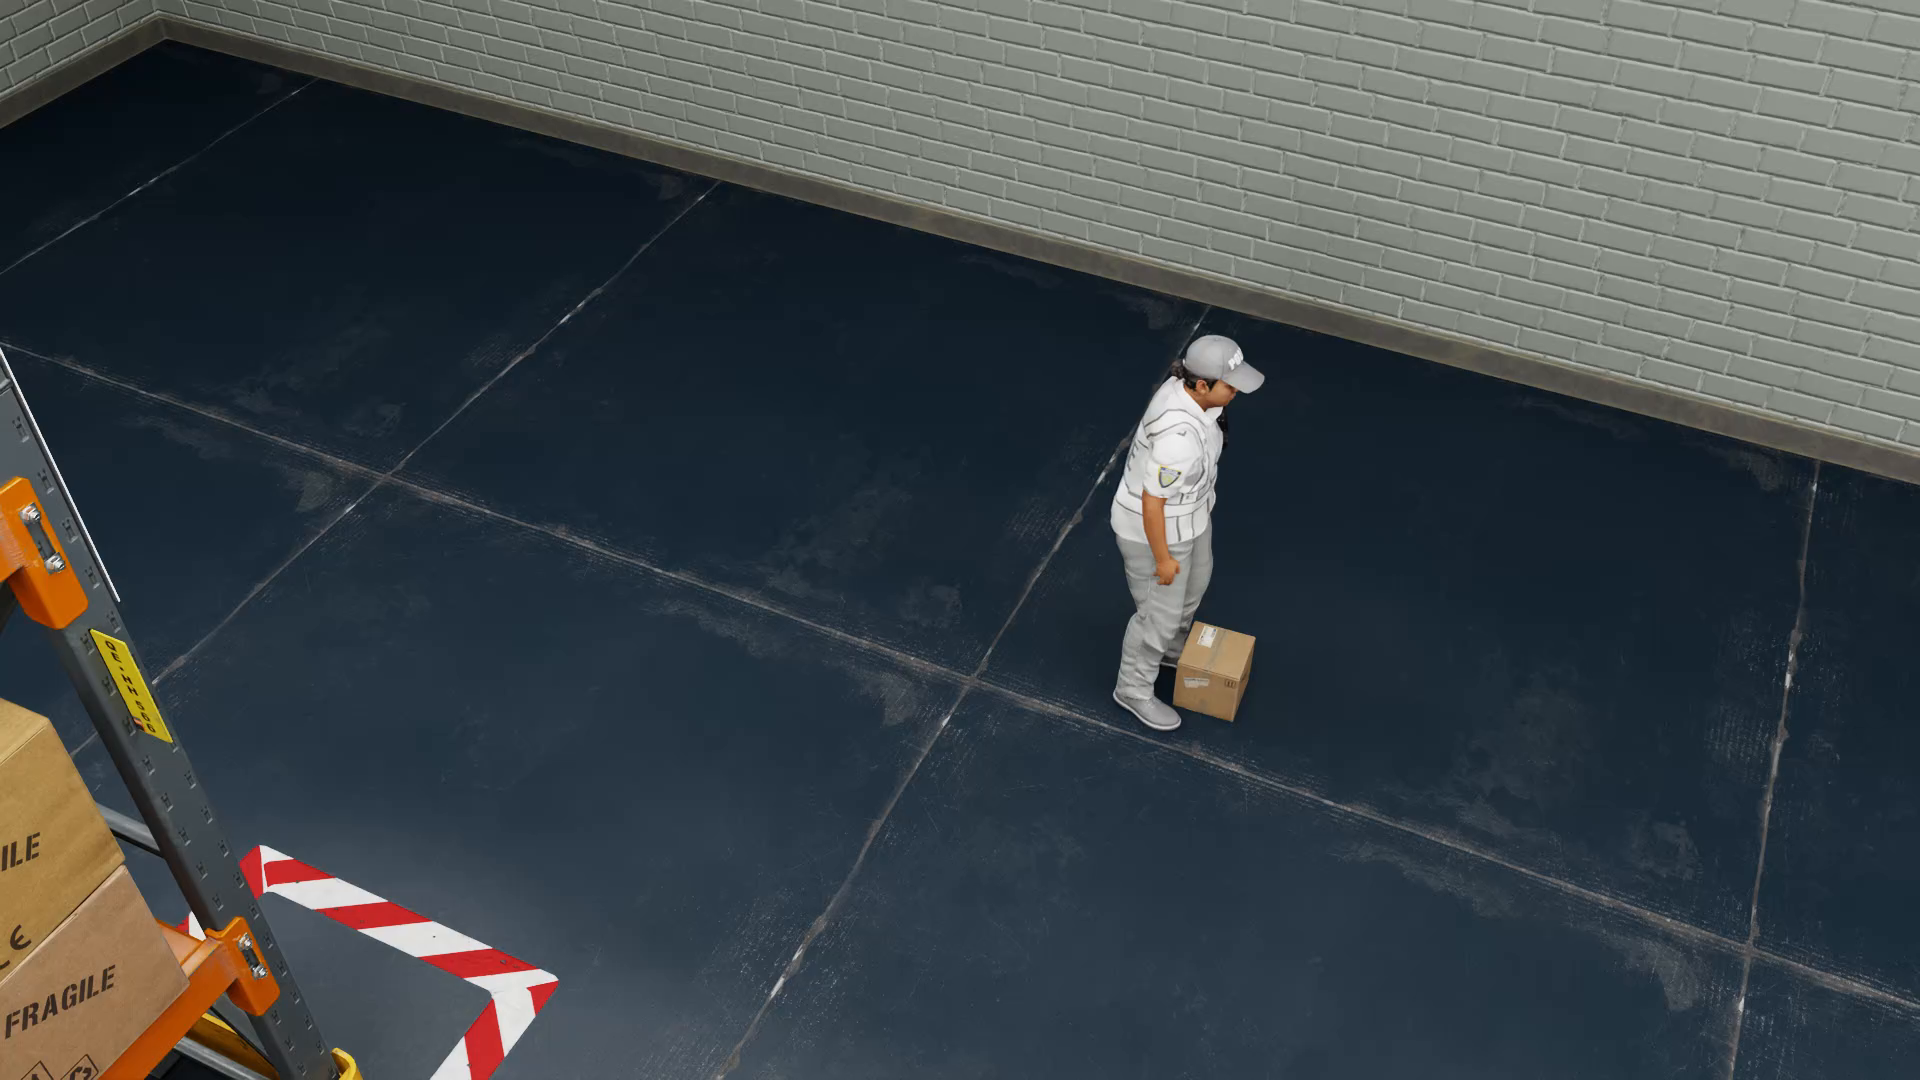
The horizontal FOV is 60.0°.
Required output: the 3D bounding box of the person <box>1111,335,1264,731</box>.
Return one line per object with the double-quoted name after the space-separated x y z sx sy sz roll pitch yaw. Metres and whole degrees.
0.808 -0.054 6.215 0.469 1.666 0.554 15 44 16 "person"
